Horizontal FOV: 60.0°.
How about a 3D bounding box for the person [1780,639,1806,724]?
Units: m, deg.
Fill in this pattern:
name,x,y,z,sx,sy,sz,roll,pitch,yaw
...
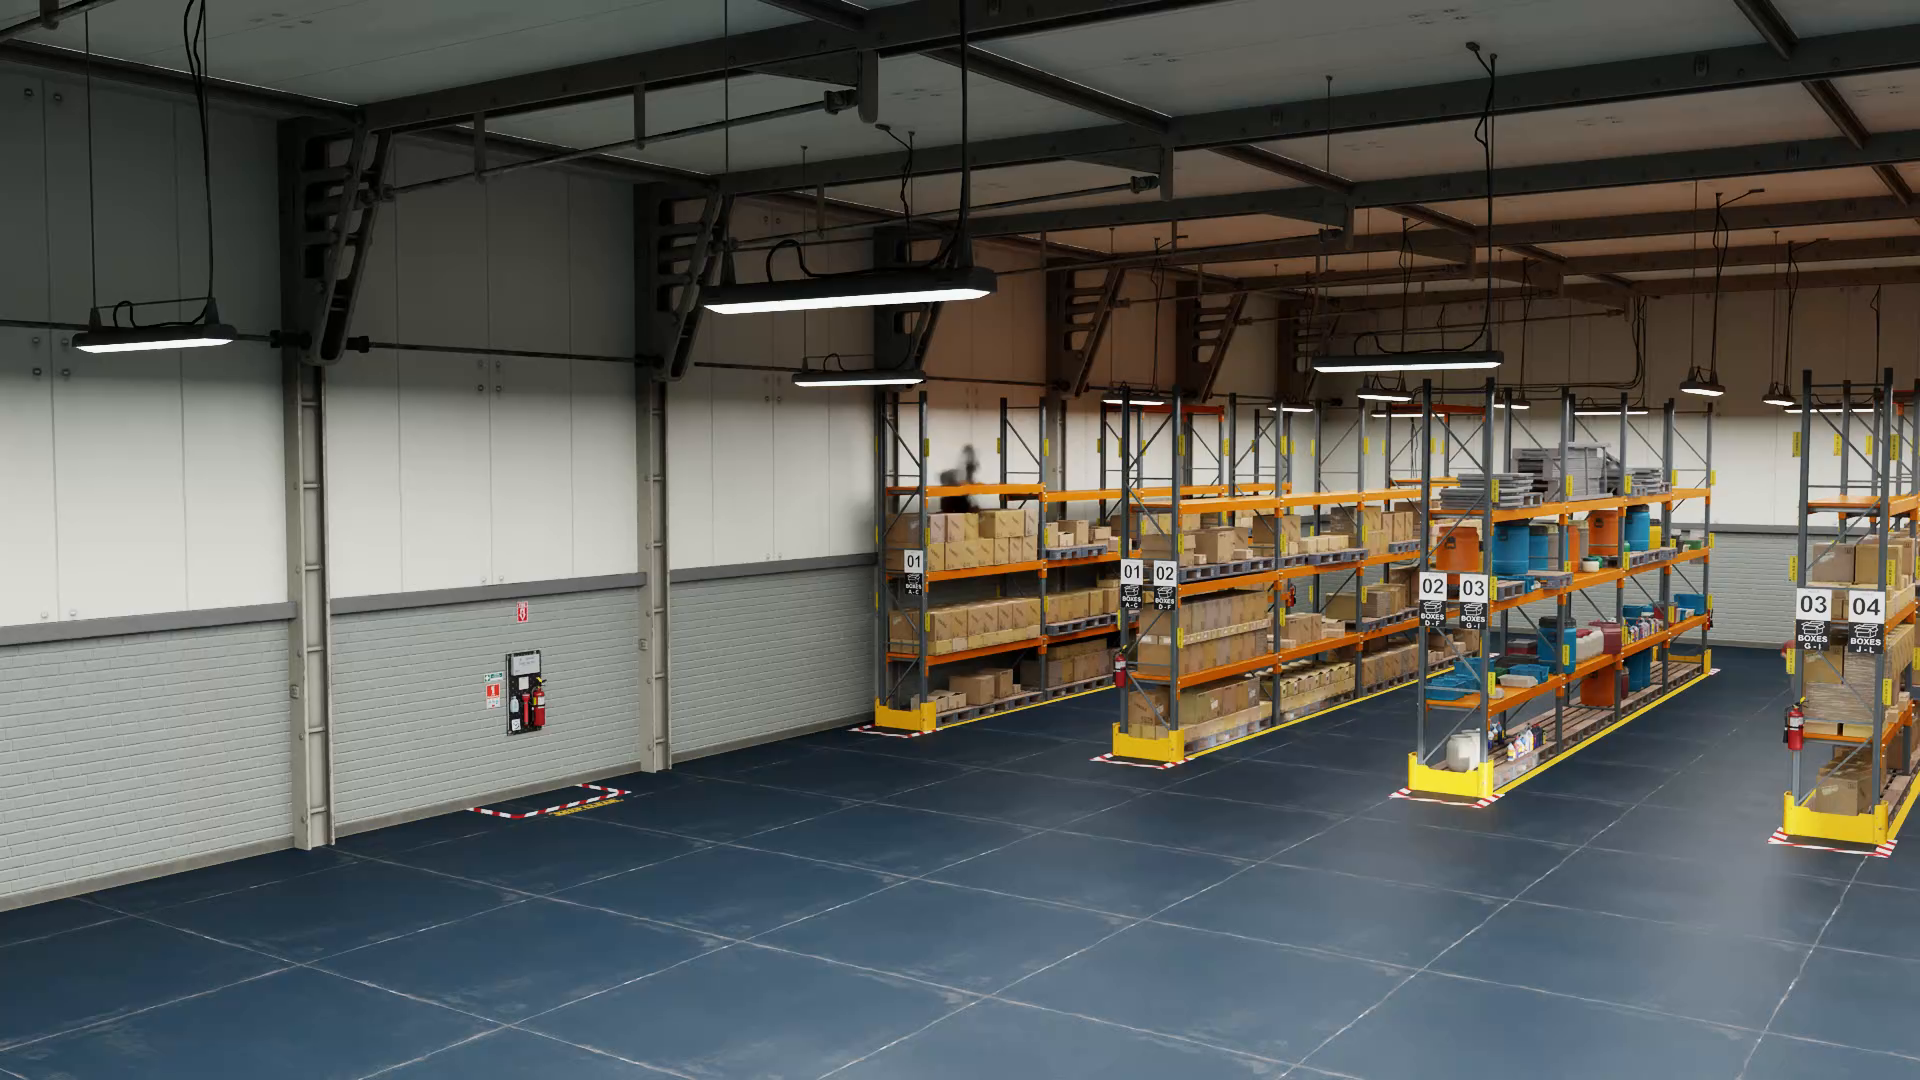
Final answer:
name,x,y,z,sx,sy,sz,roll,pitch,yaw
person,15.328,2.454,30.321,0.661,1.791,0.847,2,4,33
